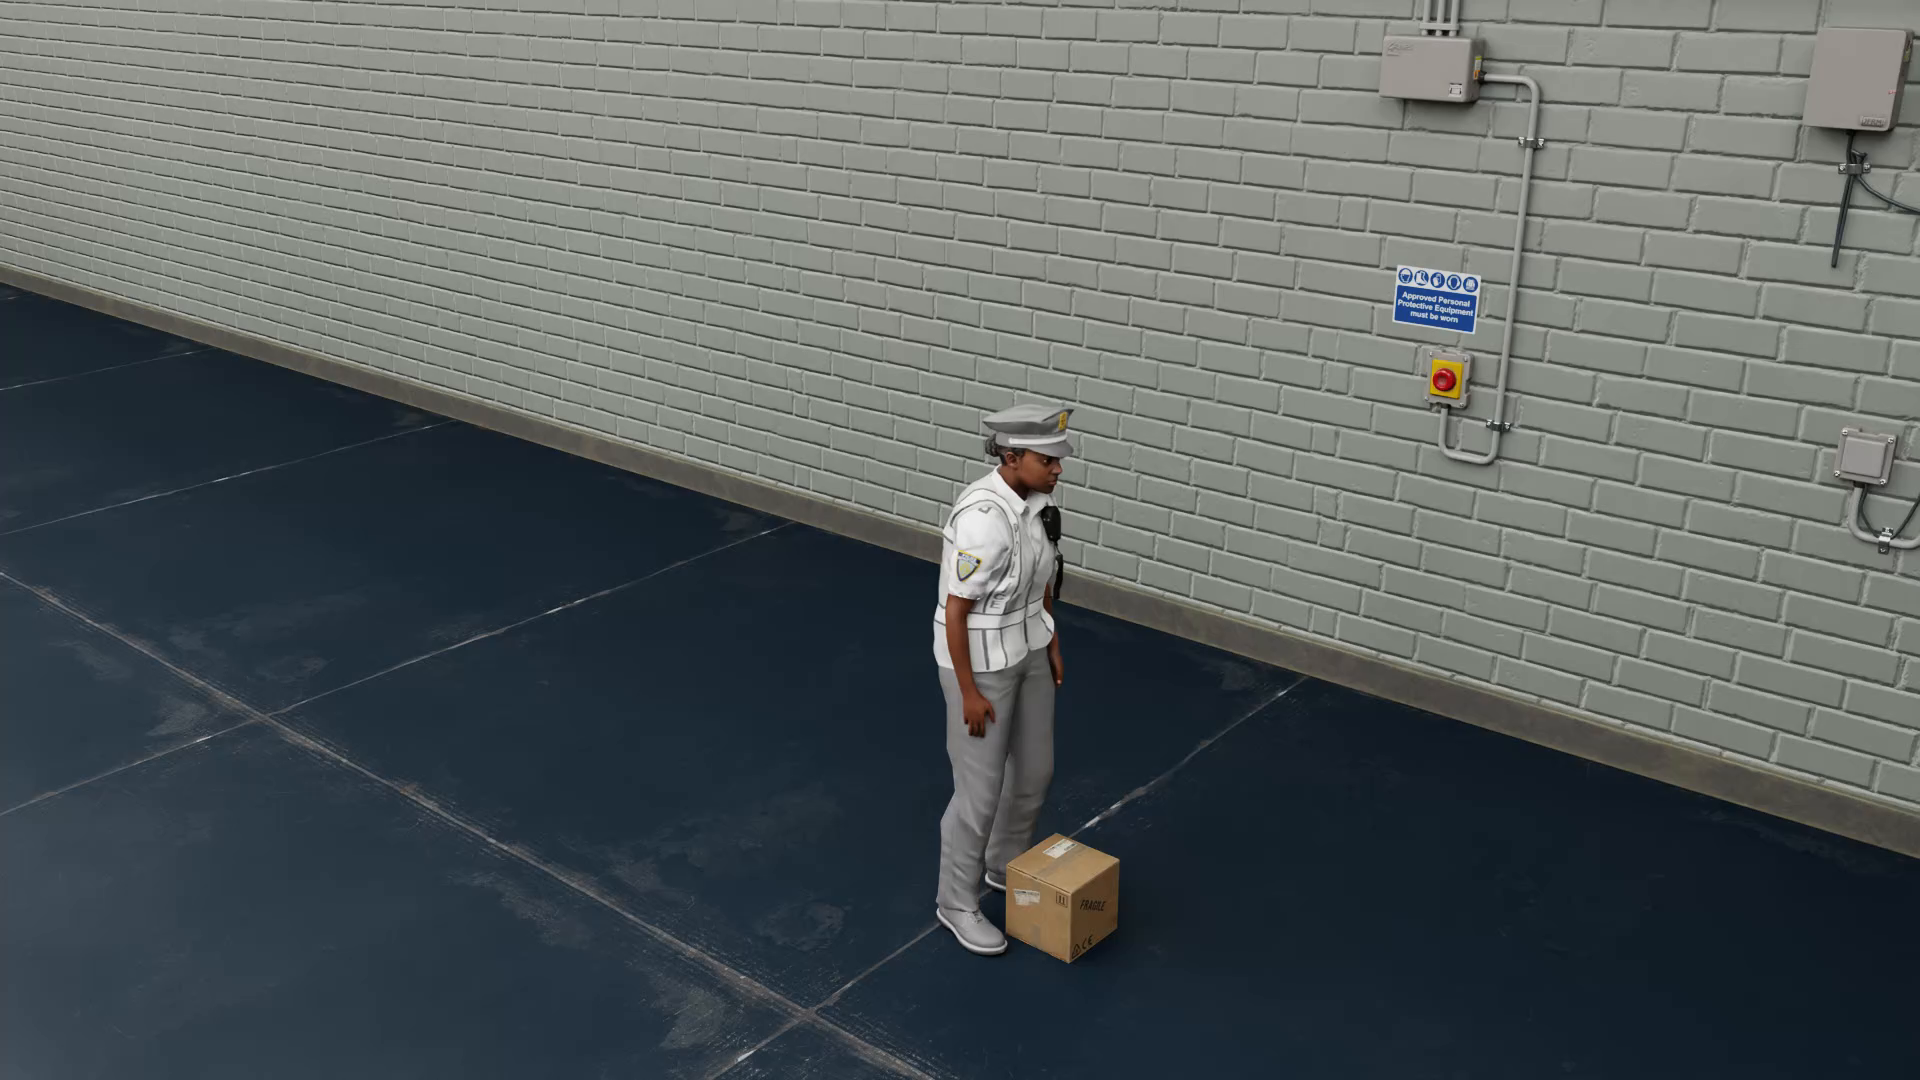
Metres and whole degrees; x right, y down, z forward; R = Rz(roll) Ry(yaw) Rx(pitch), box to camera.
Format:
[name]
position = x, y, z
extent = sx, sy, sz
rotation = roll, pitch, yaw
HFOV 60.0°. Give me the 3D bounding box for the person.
[person]
position = 0.130, 0.389, 5.019
extent = 0.391, 1.664, 0.531
rotation = 14, 25, 34
